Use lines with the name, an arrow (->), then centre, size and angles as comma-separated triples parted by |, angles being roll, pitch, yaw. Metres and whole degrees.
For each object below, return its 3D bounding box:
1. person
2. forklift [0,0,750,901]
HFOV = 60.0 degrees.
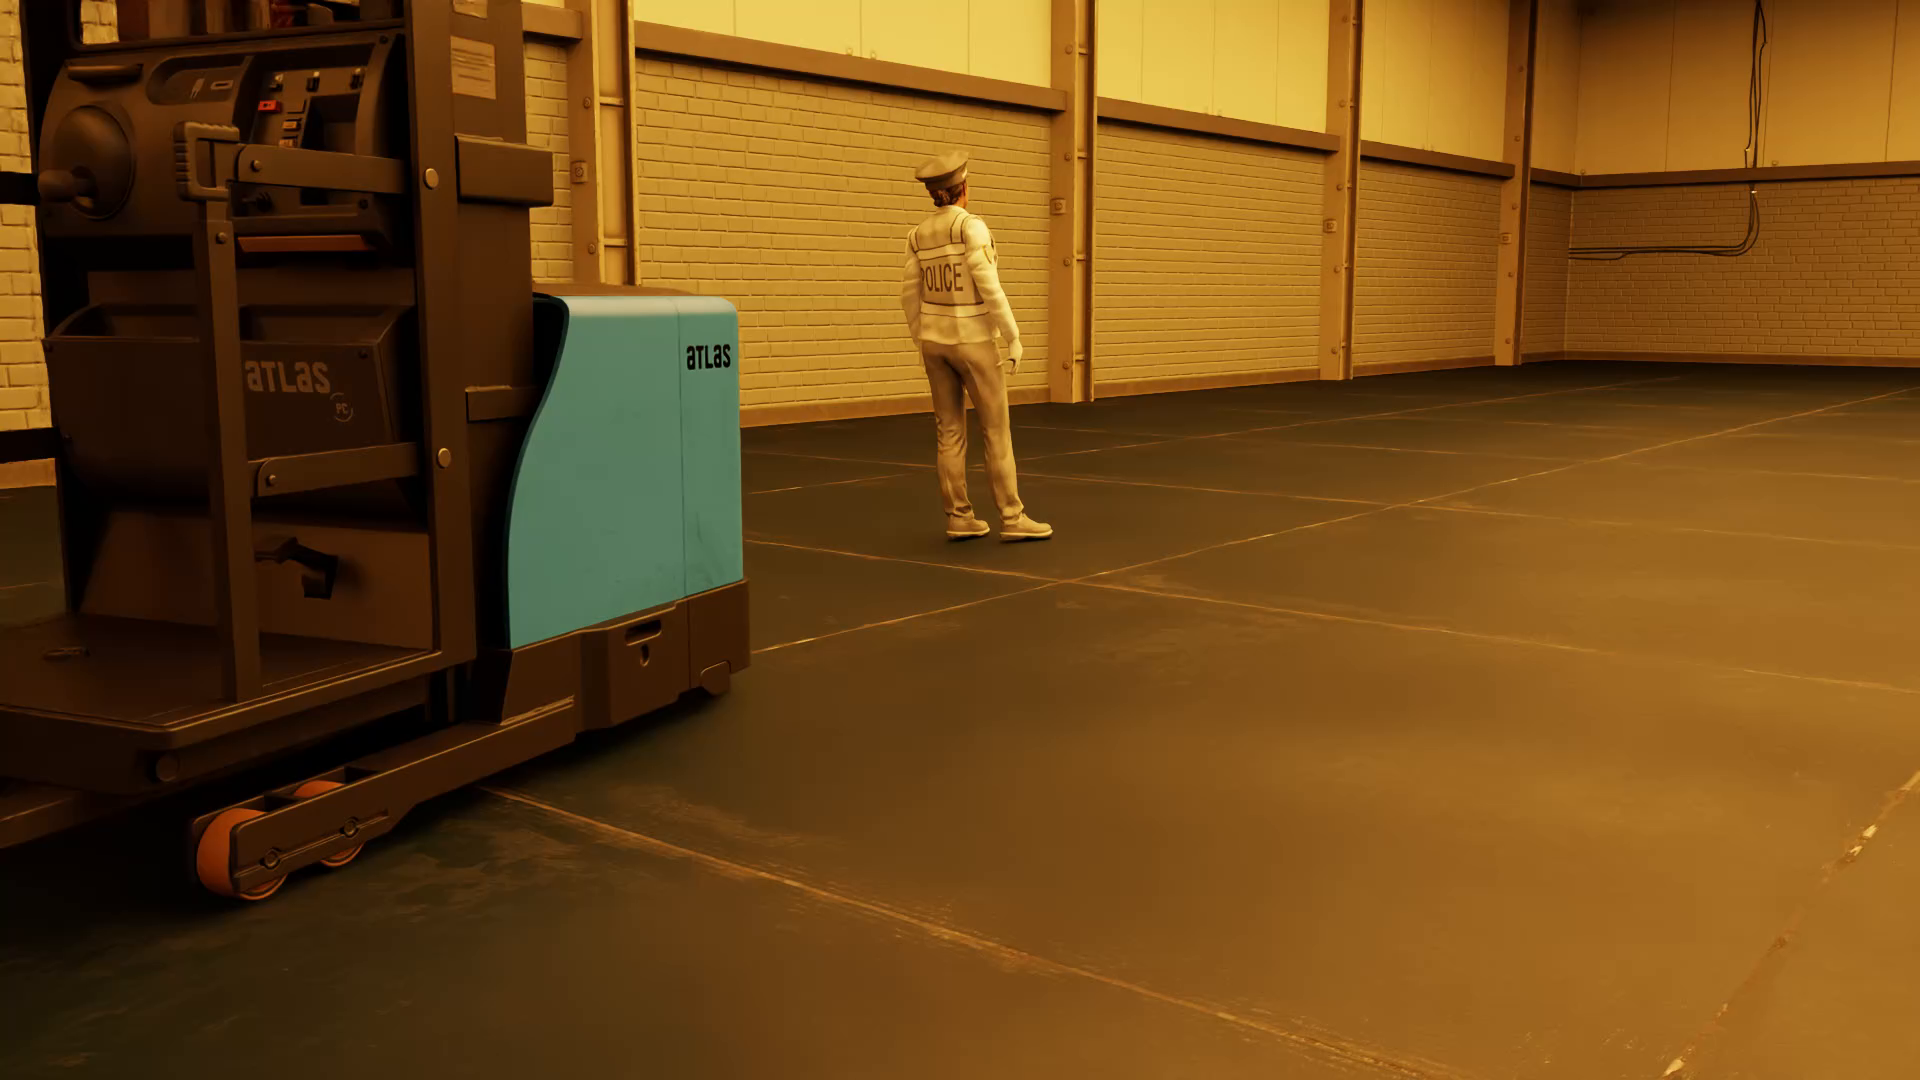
person -> 0.049, -0.853, 7.330 | 0.587, 1.694, 0.530 | 7, 11, 38
forklift -> -1.629, -0.873, 3.246 | 1.130, 2.935, 3.031 | 4, 9, 23
